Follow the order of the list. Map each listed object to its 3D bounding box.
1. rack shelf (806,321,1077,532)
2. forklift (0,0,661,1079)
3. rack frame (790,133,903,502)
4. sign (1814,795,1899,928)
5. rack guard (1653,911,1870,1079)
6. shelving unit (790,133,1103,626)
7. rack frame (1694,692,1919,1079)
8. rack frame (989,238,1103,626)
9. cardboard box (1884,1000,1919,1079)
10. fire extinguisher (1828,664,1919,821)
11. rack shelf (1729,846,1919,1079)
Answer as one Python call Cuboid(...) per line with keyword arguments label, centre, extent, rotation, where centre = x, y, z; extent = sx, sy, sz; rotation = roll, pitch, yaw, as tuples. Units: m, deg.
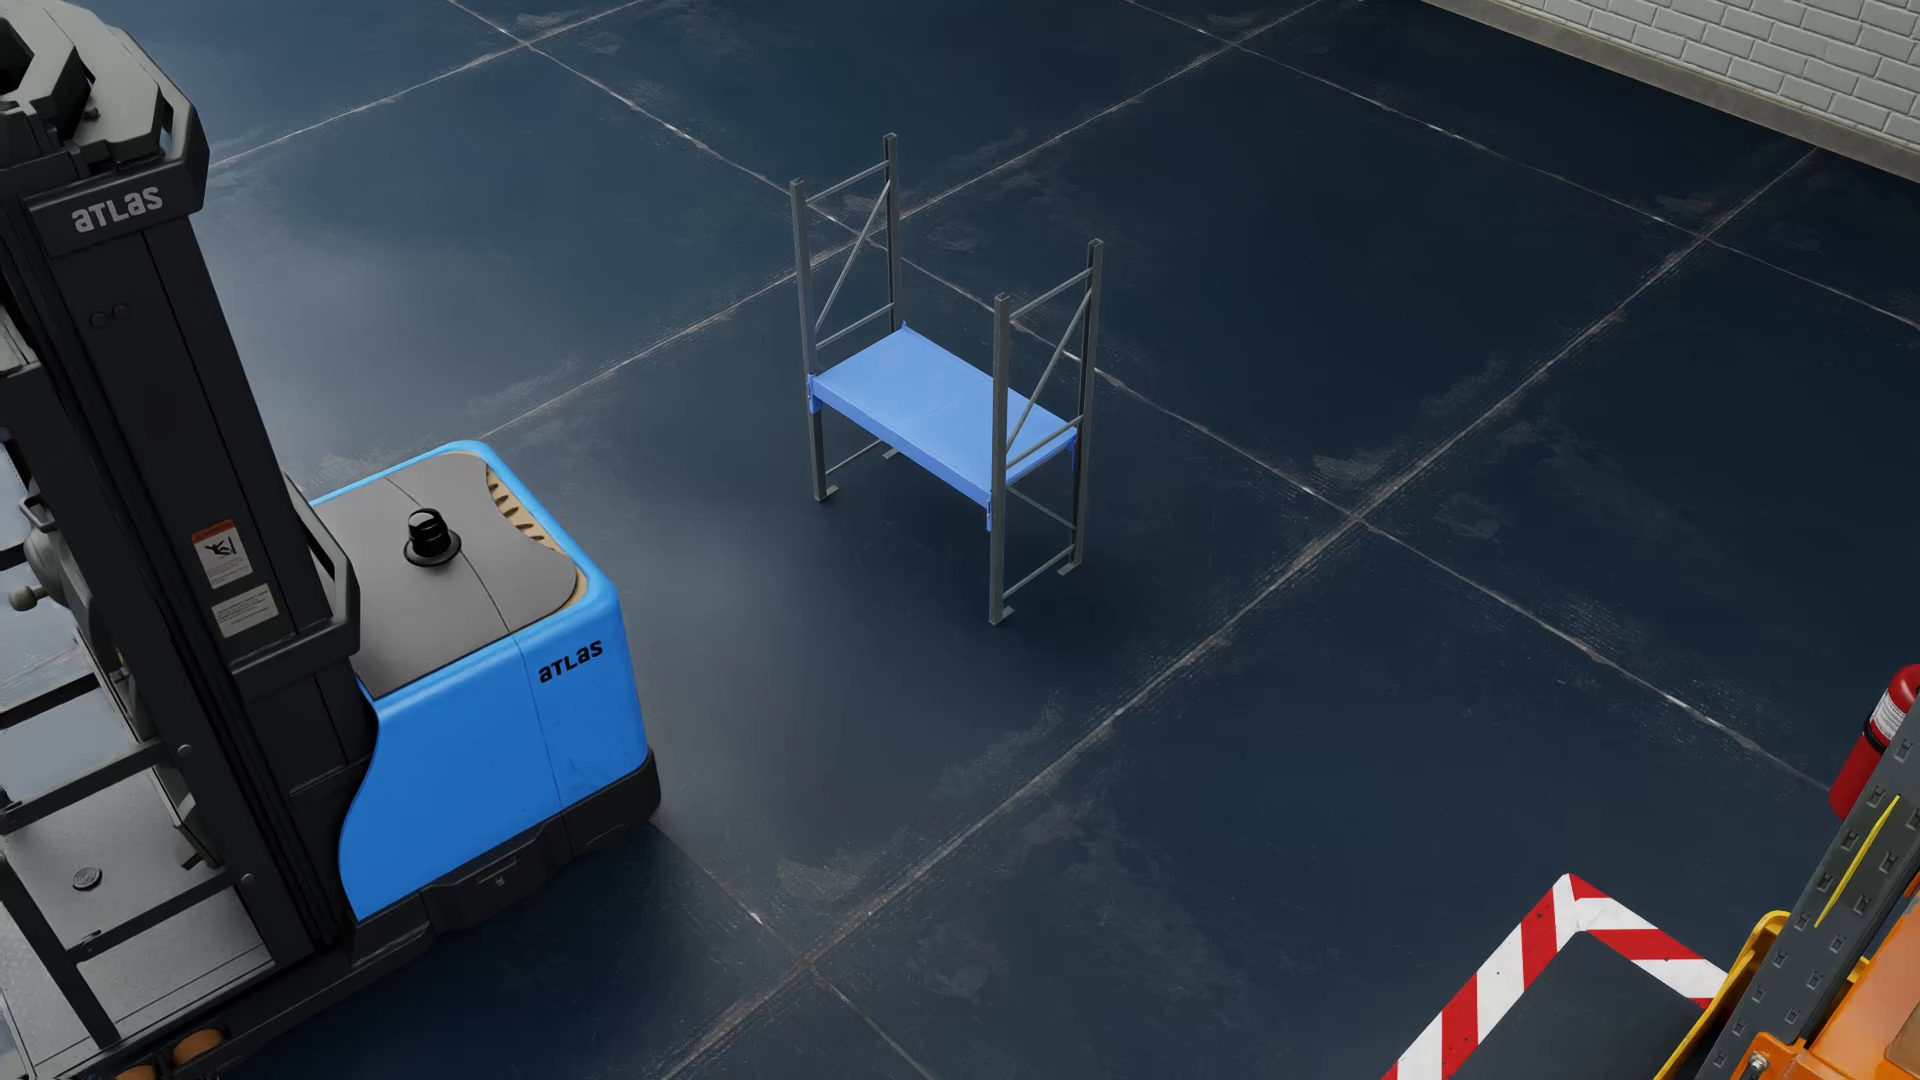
Cuboid(label="rack shelf", centre=(-0.060, -0.460, 6.407), extent=(0.538, 0.185, 1.000), rotation=(-34, 53, -31))
Cuboid(label="forklift", centre=(-2.496, 0.224, 4.348), extent=(3.031, 2.935, 1.130), rotation=(-28, 50, -27))
Cuboid(label="rack frame", centre=(-0.419, -0.836, 6.550), extent=(0.500, 1.500, 0.032), rotation=(-34, 53, -31))
Cuboid(label="sign", centre=(1.711, 0.617, 3.175), extent=(0.100, 0.325, 0.005), rotation=(-34, 53, -31))
Cuboid(label="rack guard", centre=(2.091, 1.608, 4.642), extent=(1.175, 0.500, 0.348), rotation=(-34, 53, -31))
Cuboid(label="shelving unit", centre=(-0.060, -0.592, 6.285), extent=(0.538, 1.500, 1.048), rotation=(-34, 53, -31))
Cuboid(label="rack frame", centre=(2.108, 0.701, 3.781), extent=(1.000, 3.000, 0.127), rotation=(-34, 53, -31))
Cuboid(label="rack frame", centre=(0.299, -0.348, 6.021), extent=(0.500, 1.500, 0.032), rotation=(-34, 53, -31))
Cuboid(label="cardboard box", centre=(2.428, 0.895, 3.498), extent=(0.700, 0.500, 0.500), rotation=(-34, 53, -31))
Cuboid(label="fire extinguisher", centre=(2.353, 0.450, 4.110), extent=(0.296, 0.674, 0.183), rotation=(-34, 53, -31))
Cuboid(label="rack shelf", centre=(3.520, 1.926, 2.985), extent=(1.077, 0.370, 4.000), rotation=(-34, 53, -31))
